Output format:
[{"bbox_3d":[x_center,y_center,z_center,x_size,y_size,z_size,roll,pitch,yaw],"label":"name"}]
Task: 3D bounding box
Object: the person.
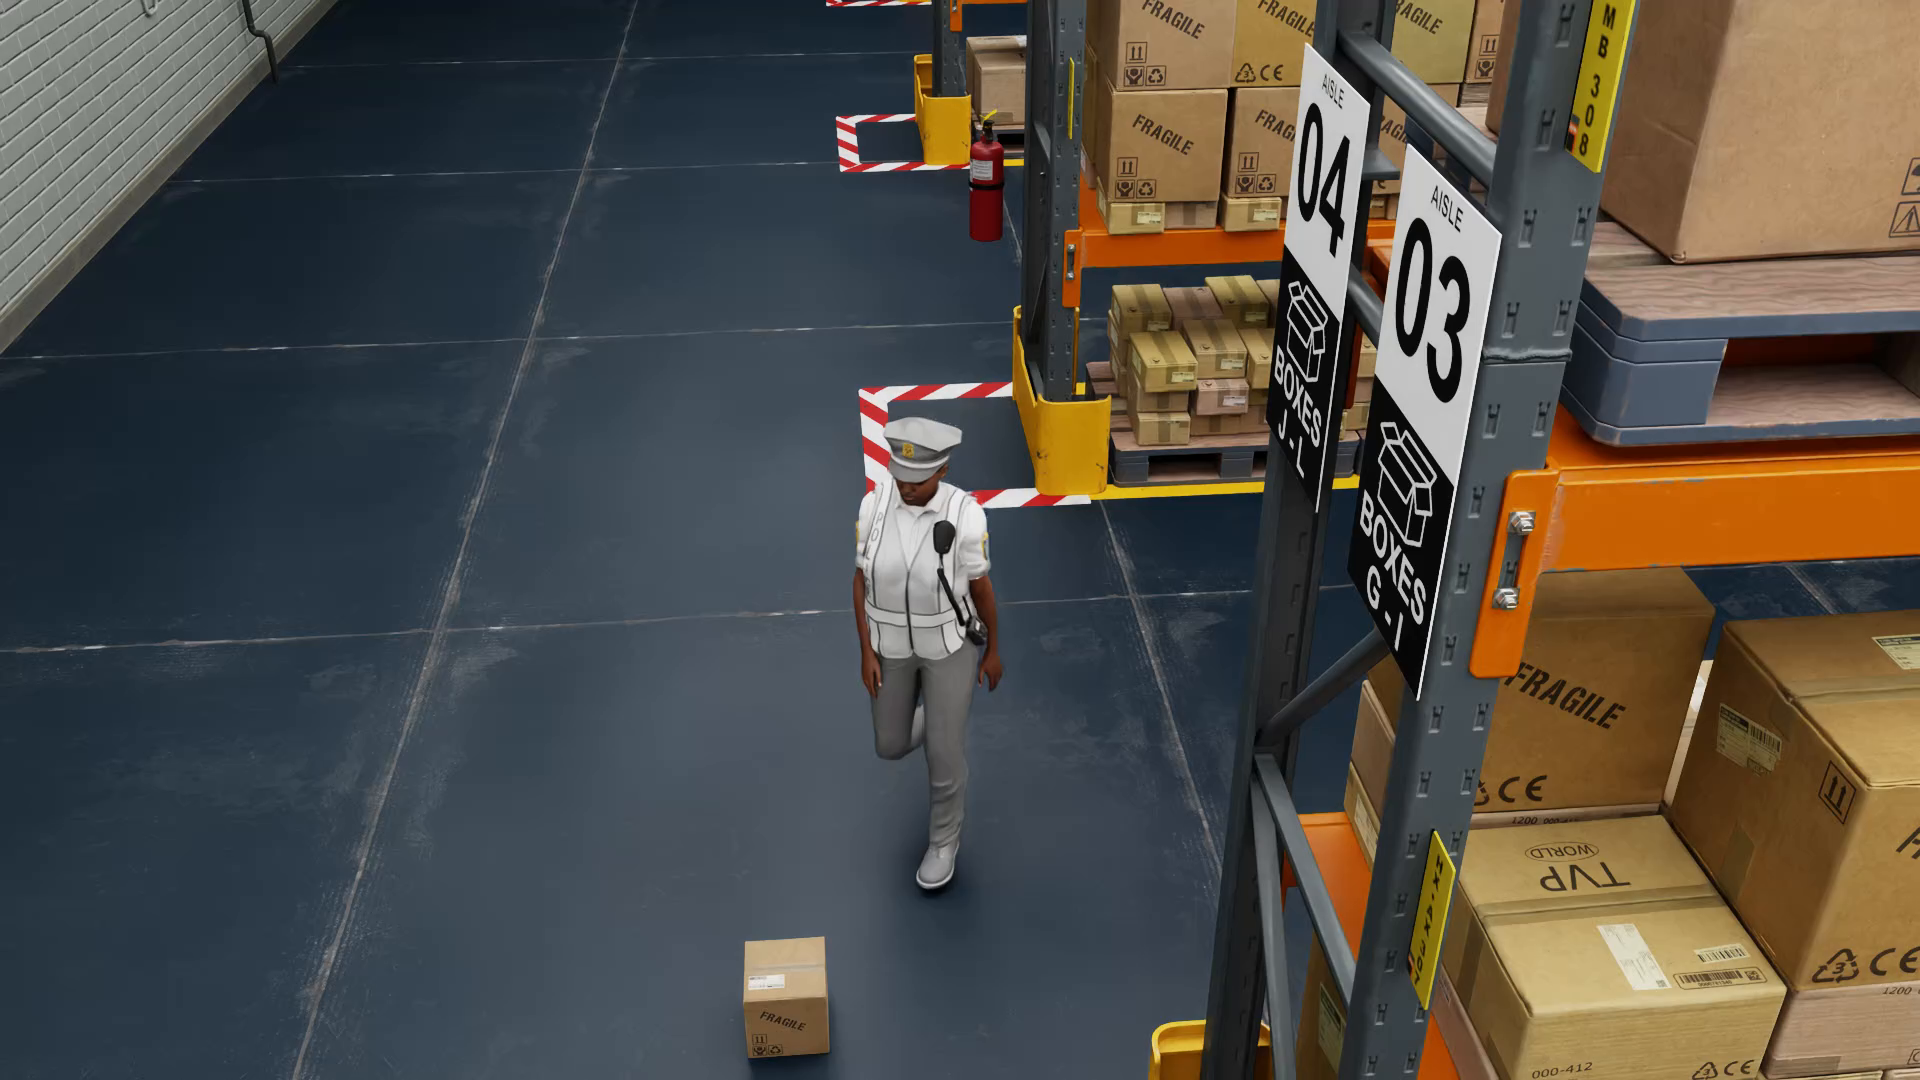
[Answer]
[{"bbox_3d":[-0.100,0.331,5.572,0.486,1.638,0.673,9,32,14],"label":"person"}]
